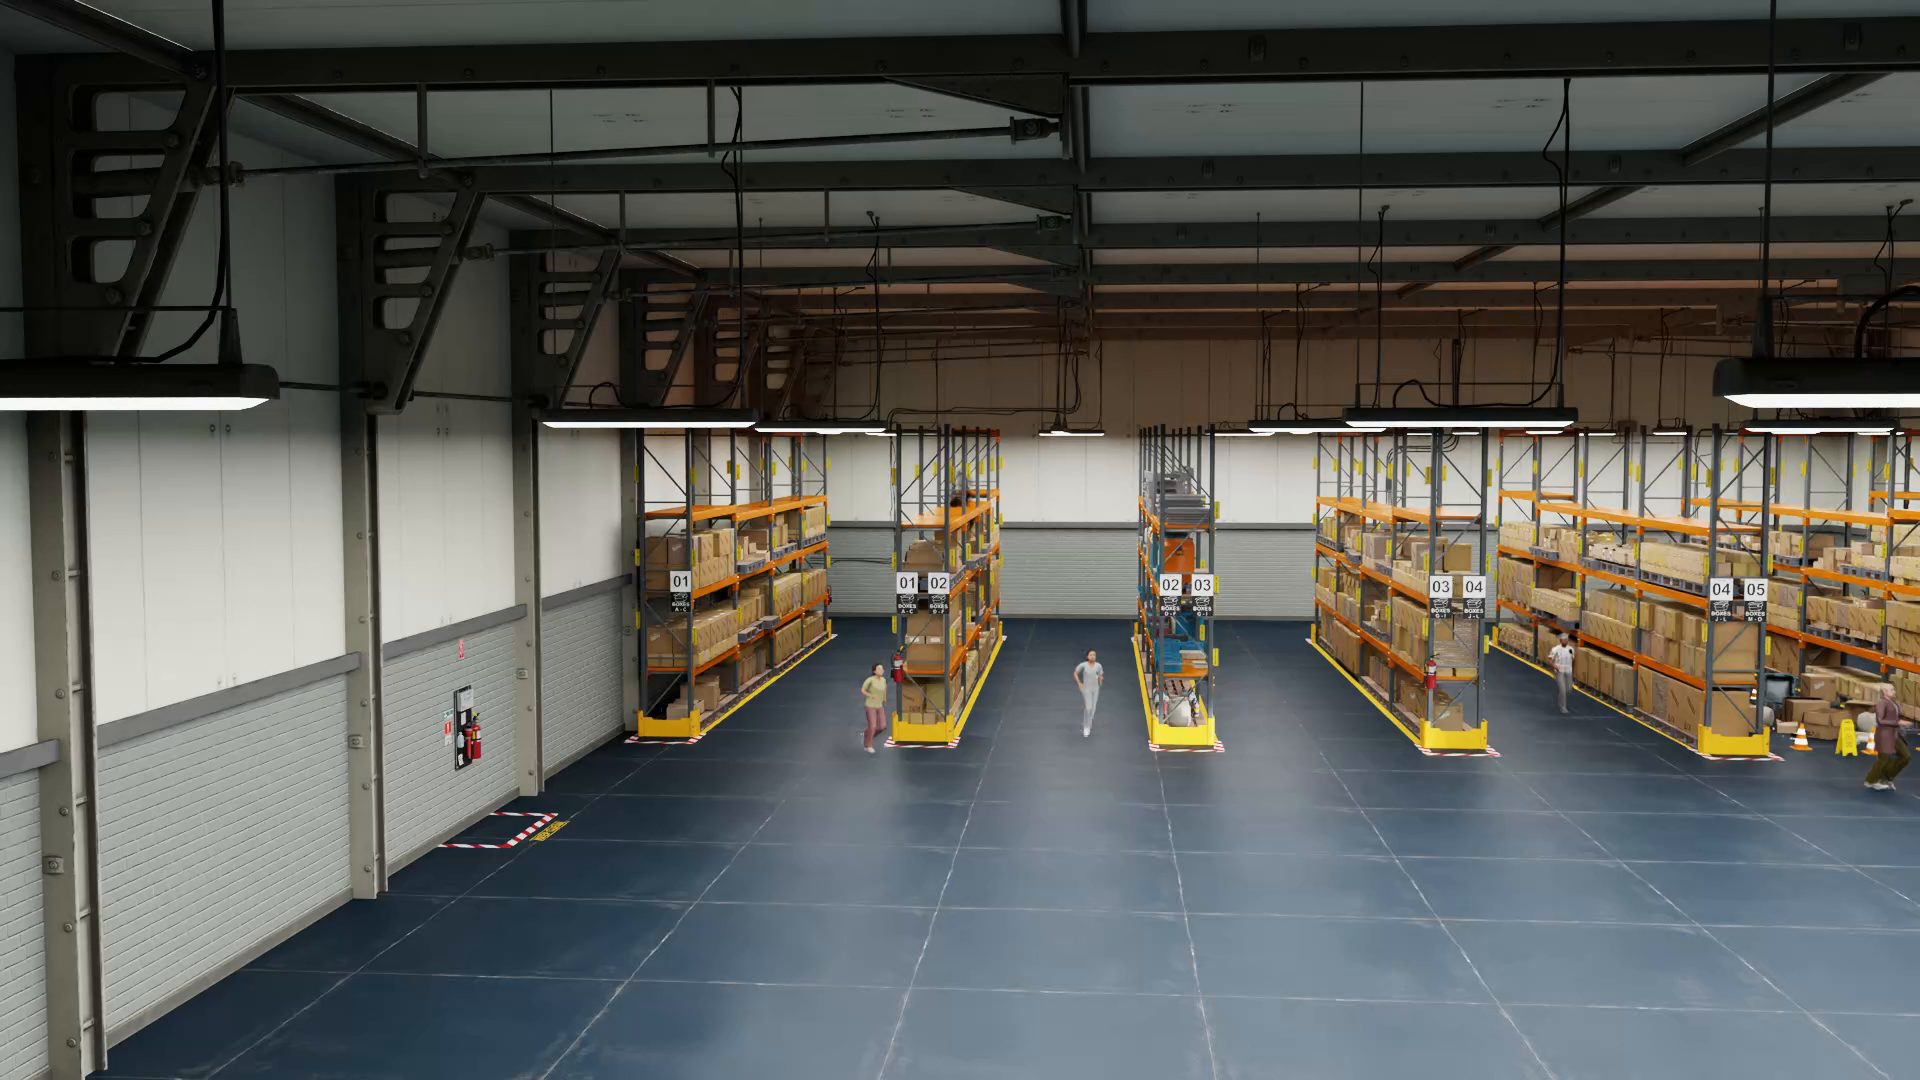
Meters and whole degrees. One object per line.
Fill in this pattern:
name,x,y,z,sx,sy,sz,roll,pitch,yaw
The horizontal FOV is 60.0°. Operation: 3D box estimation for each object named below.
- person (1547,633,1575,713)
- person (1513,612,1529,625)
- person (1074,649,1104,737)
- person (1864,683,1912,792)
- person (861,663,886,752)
person,12.622,2.767,34.887,0.587,1.672,0.601,0,3,-3
person,16.113,1.954,47.417,0.785,1.847,0.657,0,3,3
person,2.514,2.946,32.109,0.542,1.694,0.700,-1,4,-15
person,15.068,3.206,26.923,0.674,1.778,0.753,-3,4,-37
person,-1.545,3.064,30.522,0.602,1.621,0.581,-3,4,-37
